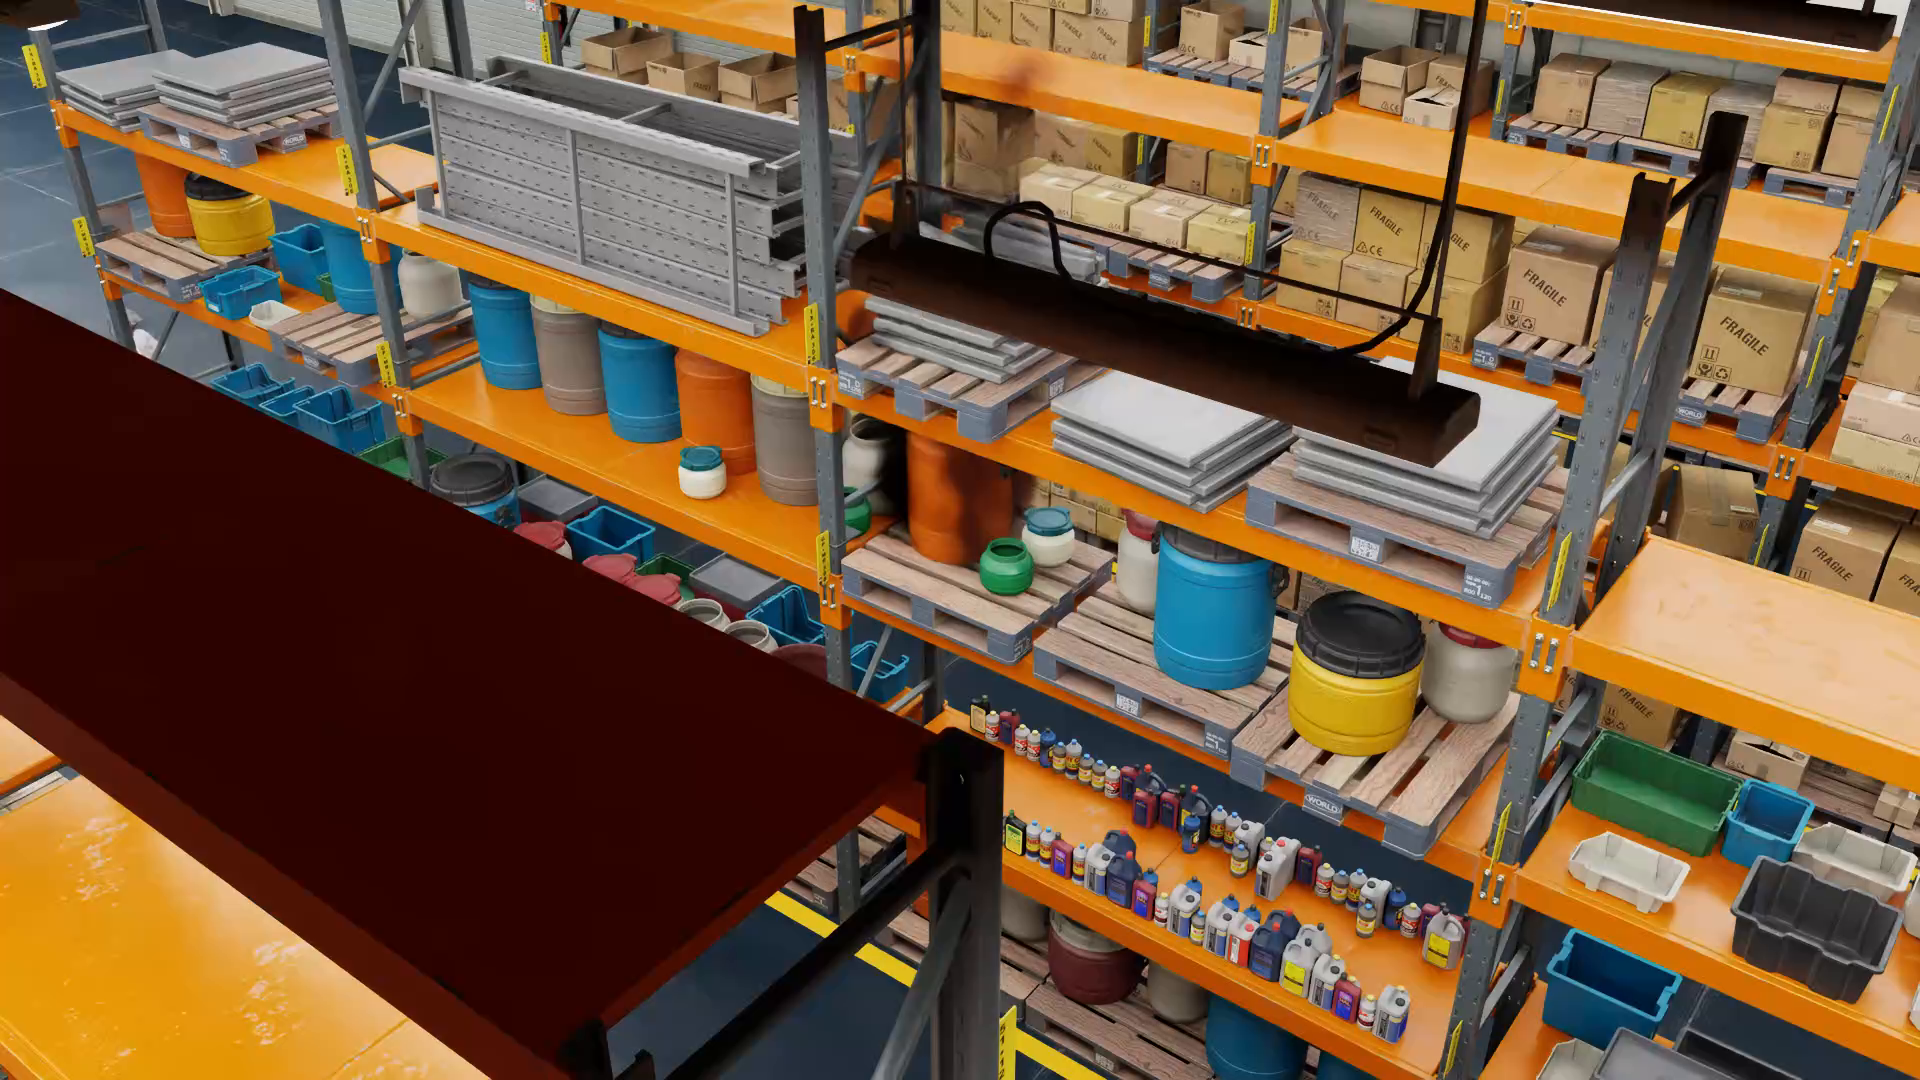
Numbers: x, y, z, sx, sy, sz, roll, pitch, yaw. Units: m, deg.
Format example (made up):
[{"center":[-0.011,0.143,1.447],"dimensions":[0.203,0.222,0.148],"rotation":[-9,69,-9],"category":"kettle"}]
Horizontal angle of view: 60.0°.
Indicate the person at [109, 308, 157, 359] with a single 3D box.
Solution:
[{"center":[-7.856,-1.410,15.935],"dimensions":[0.605,1.762,0.697],"rotation":[-1,31,-2],"category":"person"}]
